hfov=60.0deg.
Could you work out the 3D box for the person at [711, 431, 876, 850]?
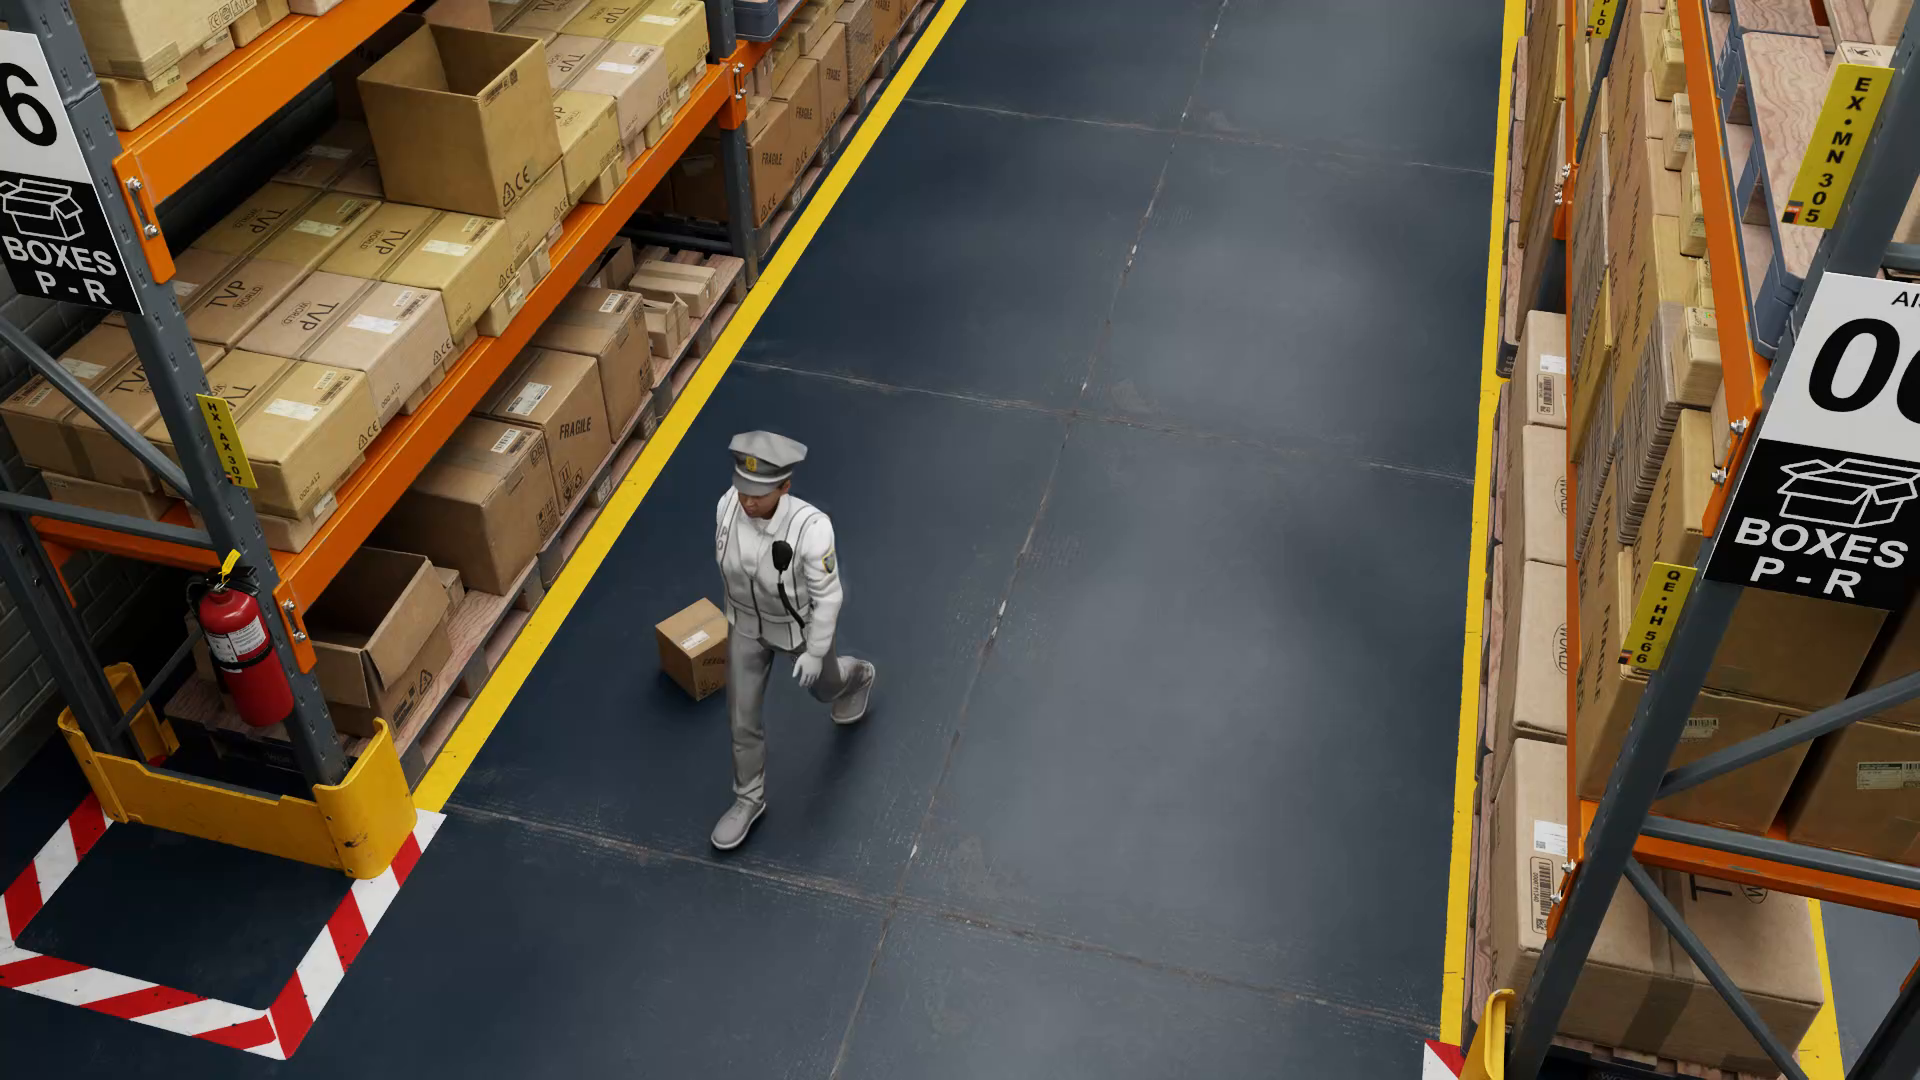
[{"bbox_3d":[-0.606,0.265,5.831,0.480,1.645,0.944,13,43,15],"label":"person"}]
